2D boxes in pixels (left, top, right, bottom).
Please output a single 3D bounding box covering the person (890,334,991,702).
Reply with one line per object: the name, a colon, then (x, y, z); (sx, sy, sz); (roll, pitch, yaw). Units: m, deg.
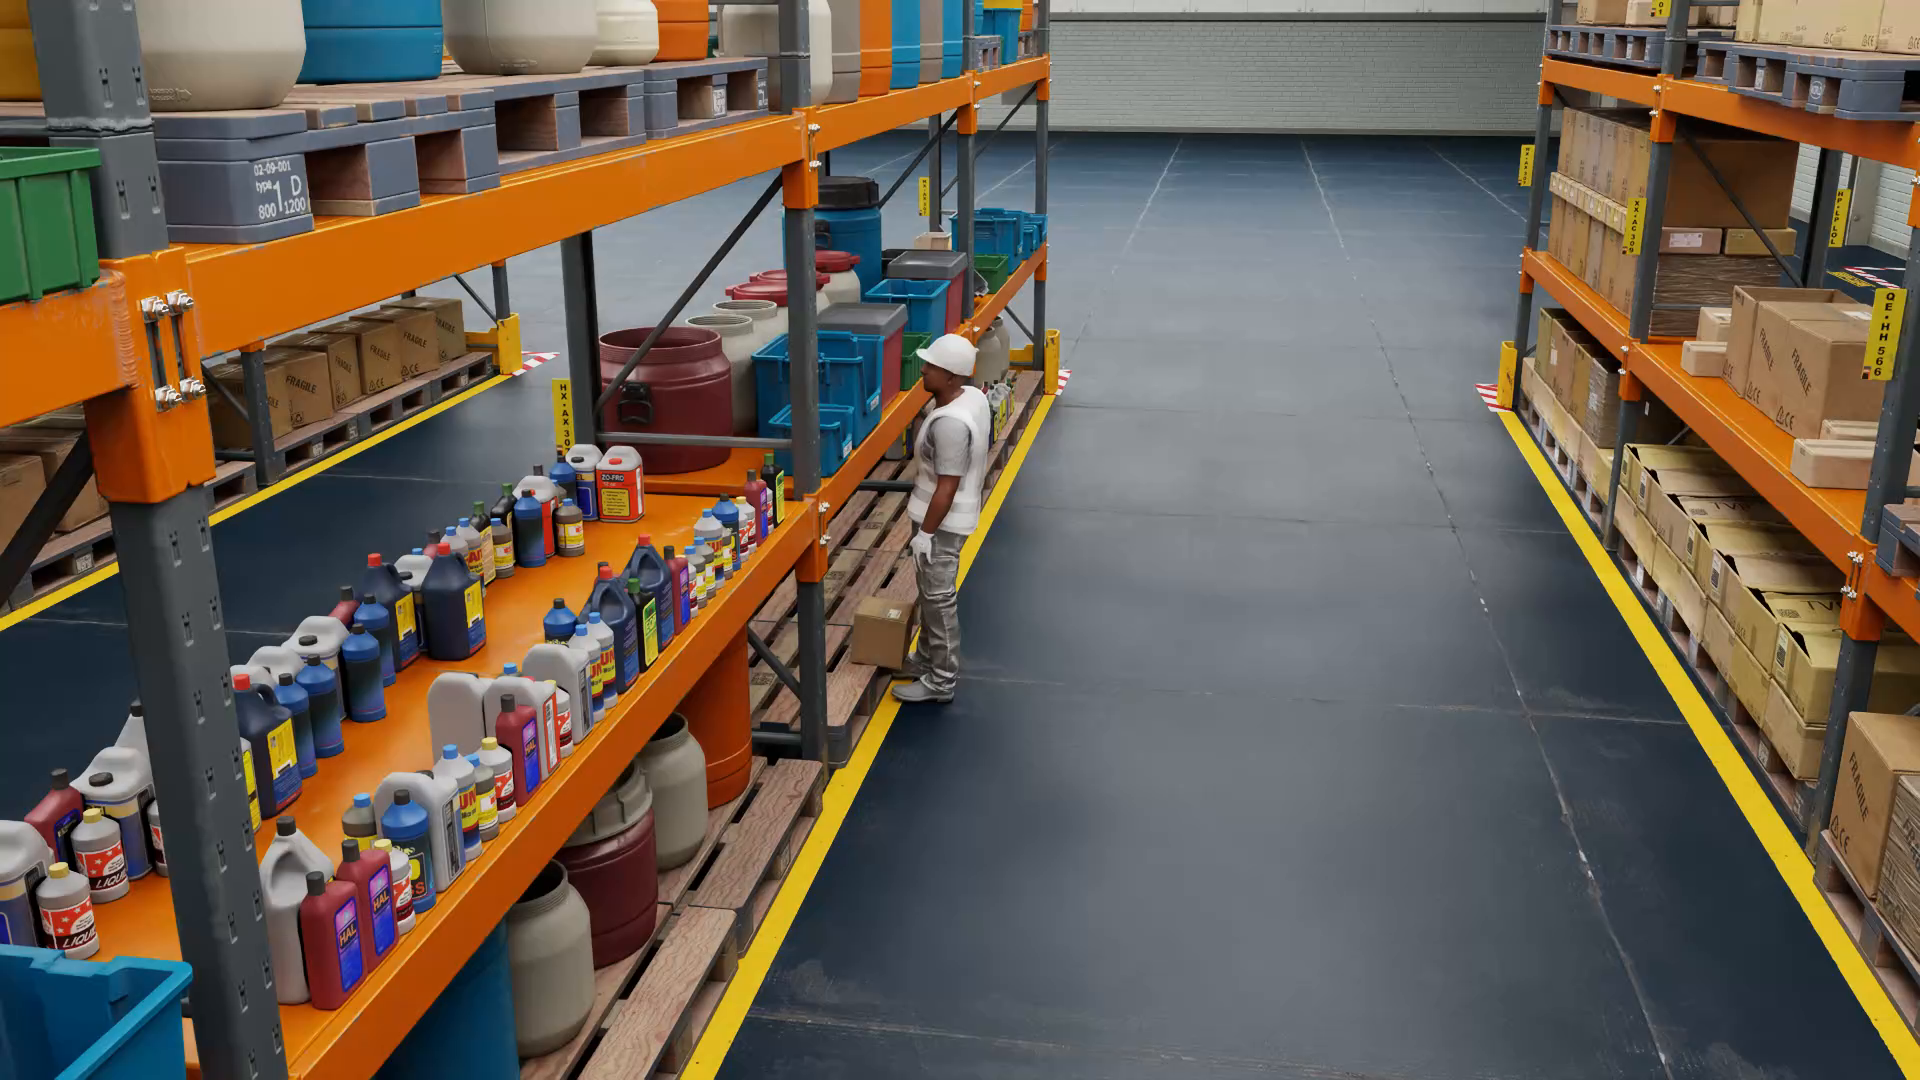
person: (-0.157, -0.095, 7.784); (0.577, 1.783, 0.657); (3, 18, 9)
